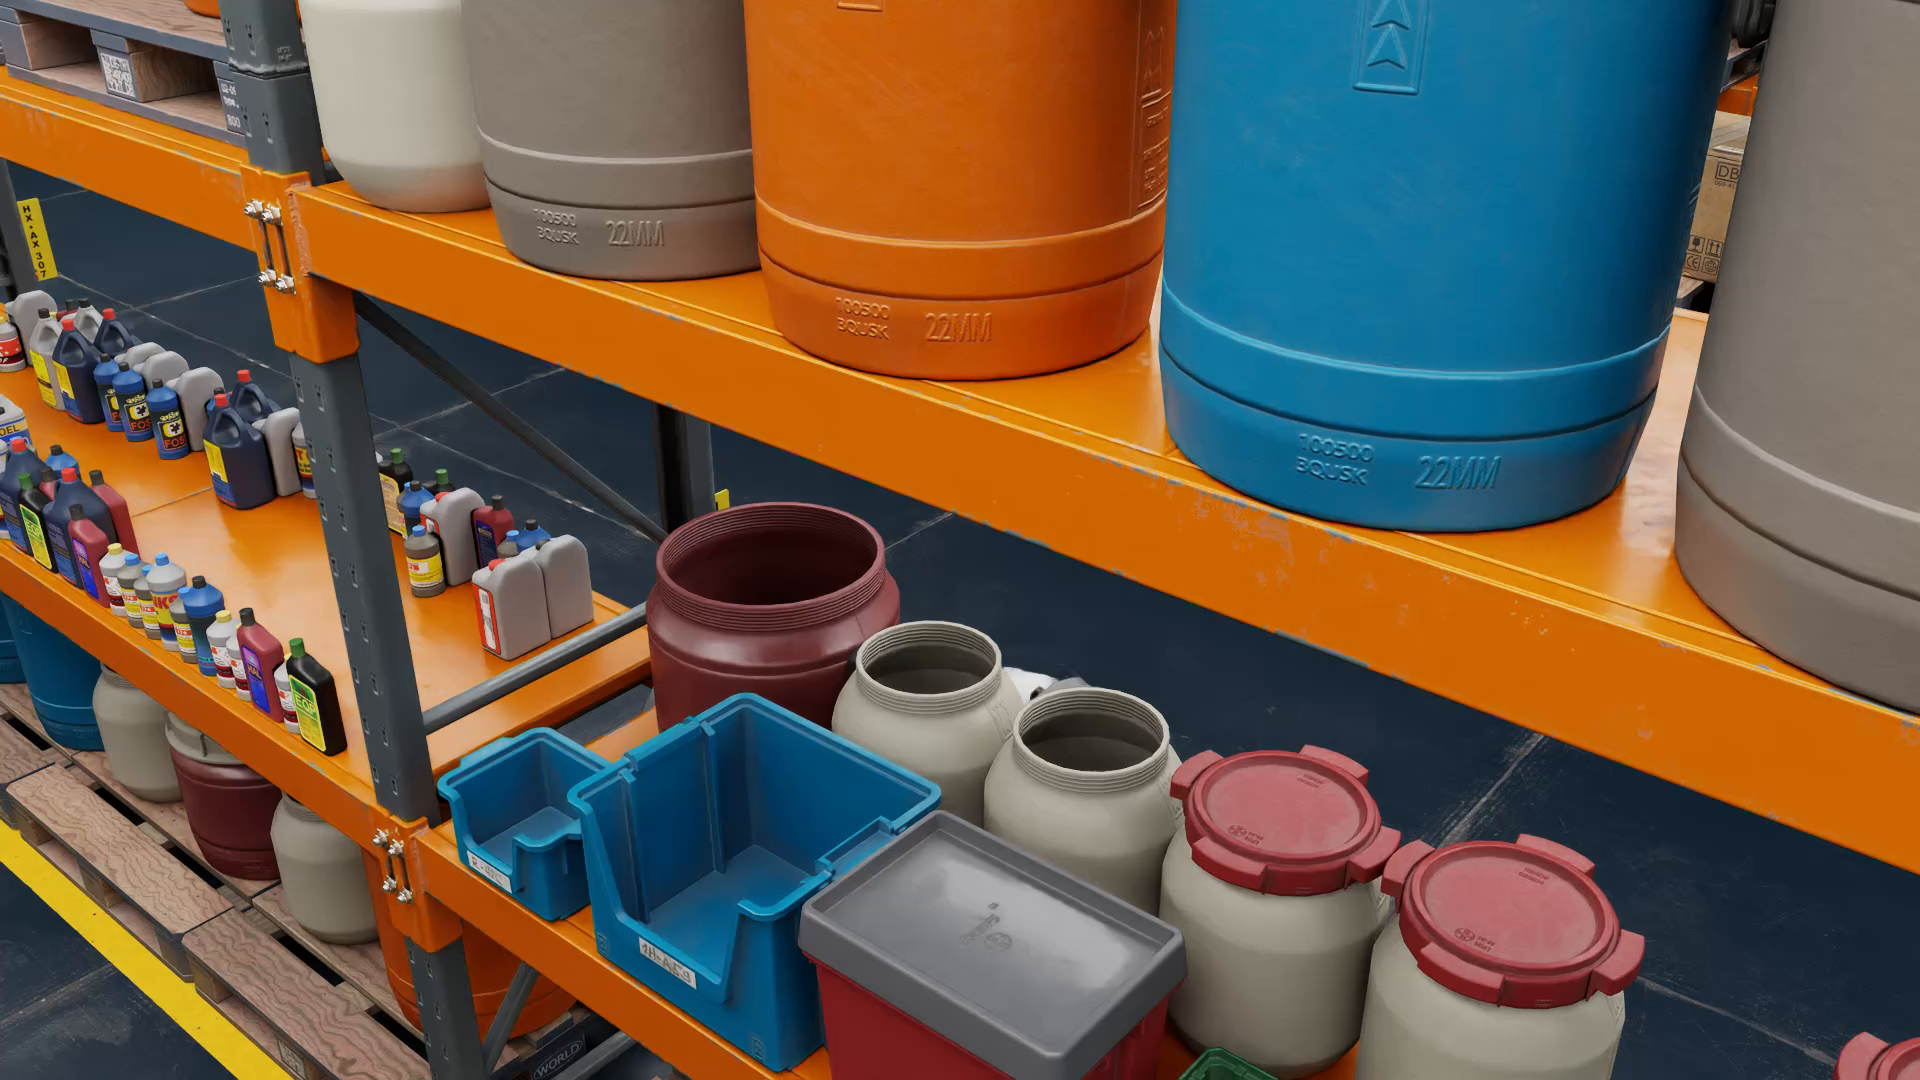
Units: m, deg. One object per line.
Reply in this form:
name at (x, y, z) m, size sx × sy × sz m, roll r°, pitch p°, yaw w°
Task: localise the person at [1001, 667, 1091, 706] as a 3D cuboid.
person at (0.134, 0.771, 5.401) m, size 0.459 × 0.970 × 0.906 m, roll -18°, pitch 32°, yaw -30°
